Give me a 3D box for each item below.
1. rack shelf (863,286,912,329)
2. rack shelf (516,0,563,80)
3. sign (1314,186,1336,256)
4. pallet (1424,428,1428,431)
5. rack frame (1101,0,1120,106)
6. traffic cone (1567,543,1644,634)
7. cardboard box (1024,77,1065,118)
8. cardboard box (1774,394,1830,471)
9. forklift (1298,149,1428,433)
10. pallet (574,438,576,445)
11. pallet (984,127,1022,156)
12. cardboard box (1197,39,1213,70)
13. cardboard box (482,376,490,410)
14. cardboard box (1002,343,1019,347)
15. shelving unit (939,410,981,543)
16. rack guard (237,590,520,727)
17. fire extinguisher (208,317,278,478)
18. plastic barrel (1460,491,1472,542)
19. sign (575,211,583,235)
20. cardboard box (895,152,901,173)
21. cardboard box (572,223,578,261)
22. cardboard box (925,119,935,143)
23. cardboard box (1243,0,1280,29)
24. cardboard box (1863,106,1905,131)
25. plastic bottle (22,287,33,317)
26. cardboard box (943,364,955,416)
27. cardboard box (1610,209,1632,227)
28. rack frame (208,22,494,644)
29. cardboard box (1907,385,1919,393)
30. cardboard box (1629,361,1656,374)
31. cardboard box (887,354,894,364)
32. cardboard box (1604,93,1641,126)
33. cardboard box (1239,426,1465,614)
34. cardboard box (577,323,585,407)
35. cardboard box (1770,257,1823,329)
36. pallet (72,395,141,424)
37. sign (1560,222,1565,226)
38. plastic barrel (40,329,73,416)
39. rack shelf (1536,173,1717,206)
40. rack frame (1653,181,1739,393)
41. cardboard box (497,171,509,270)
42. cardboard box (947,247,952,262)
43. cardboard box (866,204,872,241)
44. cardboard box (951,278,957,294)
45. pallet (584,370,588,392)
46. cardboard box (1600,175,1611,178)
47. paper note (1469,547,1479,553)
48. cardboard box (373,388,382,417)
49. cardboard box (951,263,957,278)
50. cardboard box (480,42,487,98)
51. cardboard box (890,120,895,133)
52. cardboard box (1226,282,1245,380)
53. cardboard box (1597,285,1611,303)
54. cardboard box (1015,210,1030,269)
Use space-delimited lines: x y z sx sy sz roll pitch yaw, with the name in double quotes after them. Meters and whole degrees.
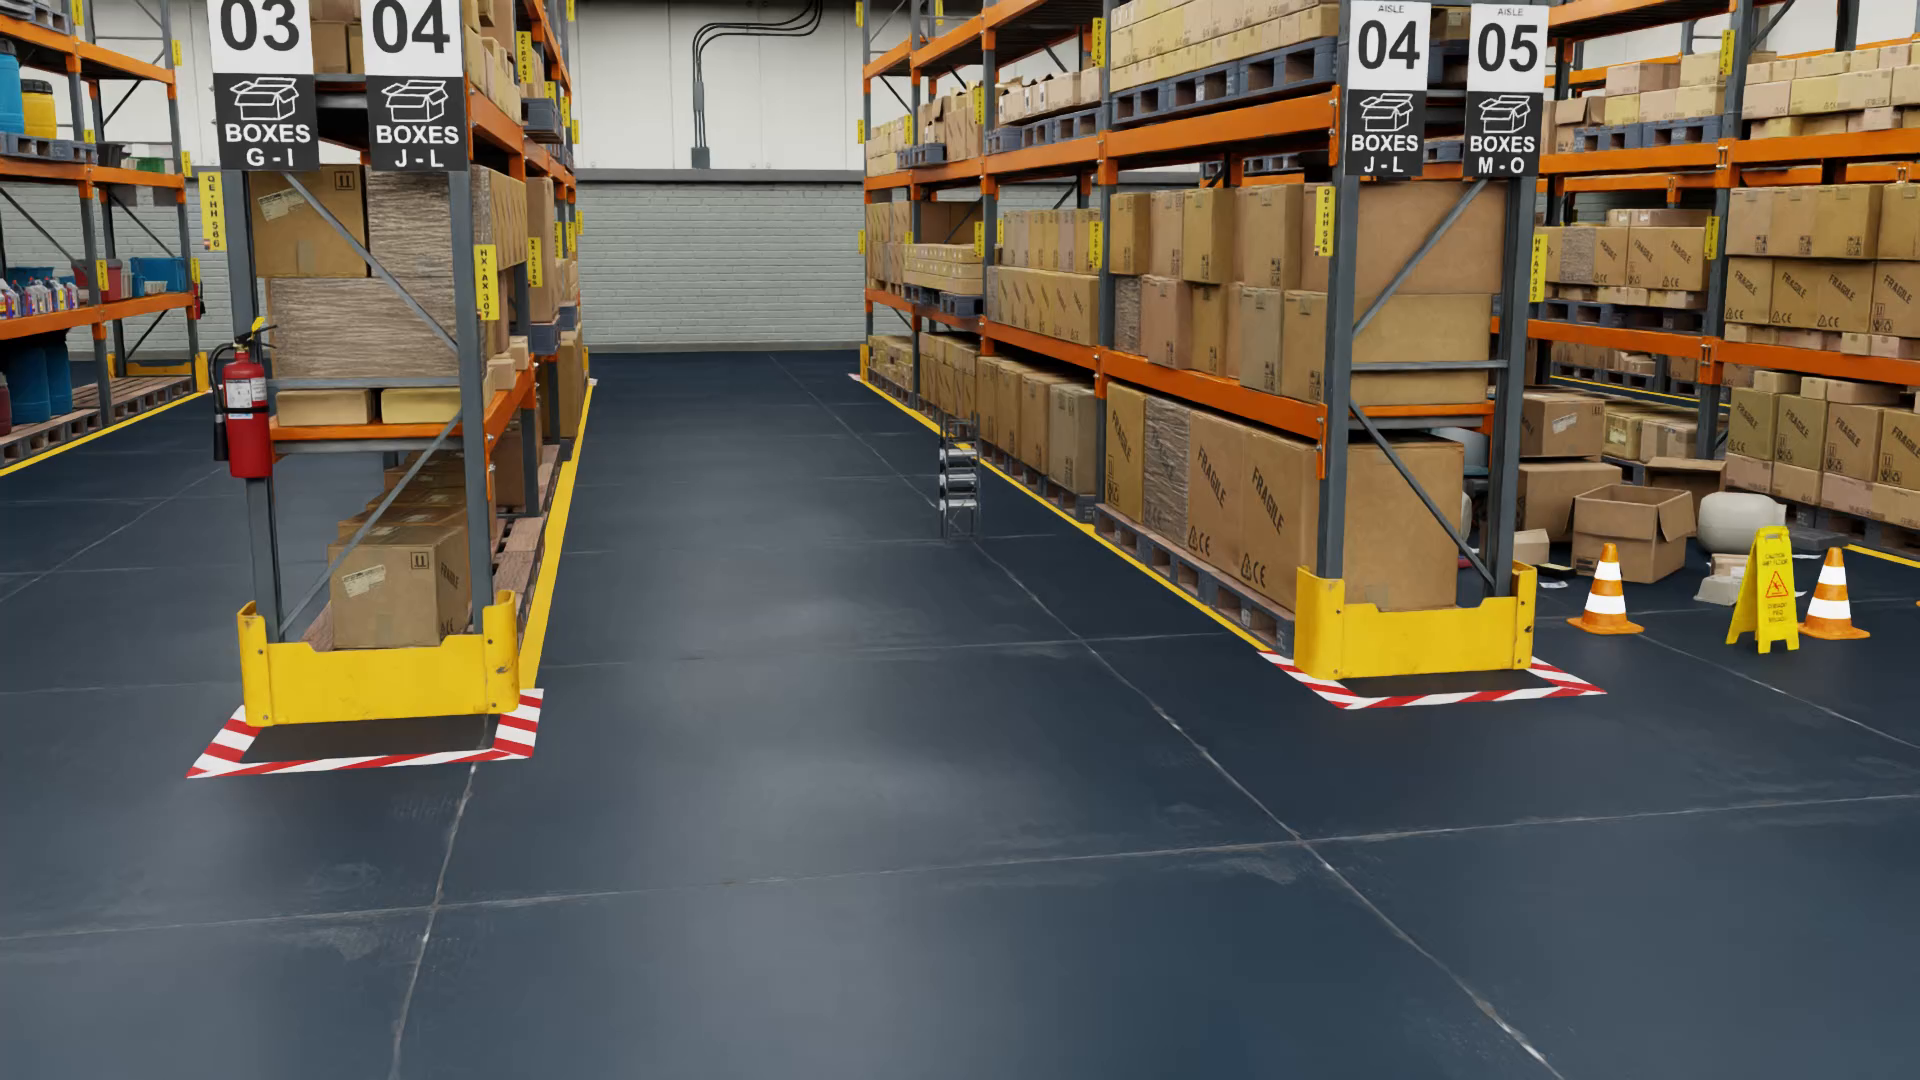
-0.450 -3.061 21.679 1.077 0.370 4.000 -2 11 -11 "rack shelf"
-4.557 -4.916 16.451 1.077 0.370 4.000 -2 11 -11 "rack shelf"
1.738 -1.514 7.901 0.100 0.325 0.005 -2 11 -11 "sign"
5.473 -1.290 17.908 1.003 0.211 1.213 -2 11 -11 "pallet"
1.495 -4.527 11.415 1.000 3.000 0.127 -2 11 -11 "rack frame"
3.562 0.251 9.142 0.336 0.463 0.334 -2 11 -11 "traffic cone"
0.839 -3.672 13.792 0.500 0.311 0.500 -2 11 -12 "cardboard box"
6.296 -0.787 12.033 0.500 0.500 0.500 -2 11 -9 "cardboard box"
3.738 -2.031 14.526 3.031 2.935 1.130 -9 14 -39 "forklift"
-4.482 -1.153 17.188 1.003 0.211 1.213 -2 11 -11 "pallet"
0.894 -3.578 14.957 1.213 0.211 1.003 -2 11 -8 "pallet"
1.579 -2.780 9.541 0.380 0.149 0.250 -2 11 -10 "cardboard box"
-2.498 -0.715 8.103 0.380 0.149 0.250 -2 11 -11 "cardboard box"
0.721 -1.889 17.154 0.500 0.250 0.500 -2 11 -12 "cardboard box"
-0.002 -0.444 11.620 0.258 0.900 0.210 -2 11 -11 "shelving unit"
-2.627 0.529 7.578 1.175 0.500 0.348 -2 11 -11 "rack guard"
-3.042 -0.609 7.080 0.296 0.674 0.183 -2 11 -11 "fire extinguisher"
3.220 -0.162 11.417 0.512 0.421 0.421 6 12 28 "plastic barrel"
-5.189 -4.321 22.649 0.100 0.325 0.005 -2 11 -11 "sign"
-0.507 -4.619 20.323 0.500 0.250 0.500 -2 11 -11 "cardboard box"
-5.372 -3.980 22.186 0.500 0.500 0.500 -2 11 -10 "cardboard box"
-0.096 -4.514 18.485 0.500 0.311 0.500 -2 11 -12 "cardboard box"
1.807 -2.819 8.679 0.500 0.250 0.500 -2 11 -11 "cardboard box"
6.315 -2.823 11.156 0.380 0.149 0.250 -2 11 -12 "cardboard box"
-9.081 -2.320 16.175 0.061 0.283 0.133 -2 11 -11 "plastic bottle"
0.116 -1.595 17.616 0.500 0.500 0.500 -3 11 -14 "cardboard box"
5.796 -2.751 14.205 0.380 0.149 0.250 -3 11 -13 "cardboard box"
-2.612 -0.685 7.271 1.000 3.000 0.127 -2 11 -11 "rack frame"
10.528 -1.618 17.404 0.875 0.625 0.625 -2 11 -9 "cardboard box"
9.246 -2.324 22.388 0.380 0.149 0.250 -2 11 -13 "cardboard box"
-0.769 -2.437 22.185 0.380 0.149 0.250 -3 11 -14 "cardboard box"
5.883 -3.673 14.228 0.500 0.250 0.500 -2 11 -10 "cardboard box"
2.076 -0.131 8.922 0.875 0.875 0.875 -2 11 -11 "cardboard box"
-4.802 -1.931 18.381 1.225 0.875 0.875 -2 11 -11 "cardboard box"
6.263 -1.792 12.025 0.500 0.500 0.500 -2 11 -11 "cardboard box"
-9.986 -1.469 18.850 1.003 0.211 1.213 -2 11 -11 "pallet"
6.083 -3.064 16.885 0.100 0.325 0.005 -2 11 -11 "sign"
-9.716 -1.780 17.517 0.600 0.901 0.708 -2 11 -11 "plastic barrel"
9.254 -4.914 23.394 1.077 0.370 4.000 -2 11 -11 "rack shelf"
9.643 -3.427 21.680 1.000 3.000 0.127 -2 11 -11 "rack frame"
-2.641 -1.665 8.687 0.500 0.500 0.500 -2 11 -11 "cardboard box"
0.074 -2.856 16.638 0.380 0.149 0.250 -2 11 -9 "cardboard box"
-1.012 -4.375 22.925 0.500 0.500 0.500 -2 11 -11 "cardboard box"
0.123 -2.516 16.441 0.380 0.149 0.250 -2 11 -11 "cardboard box"
-5.492 -2.105 22.194 1.003 0.211 1.213 -2 11 -11 "pallet"
9.073 -5.068 22.952 0.380 0.149 0.250 -2 11 -10 "cardboard box"
3.554 0.065 11.295 0.172 0.023 0.155 2 11 9 "paper note"
-2.918 -0.652 7.771 0.380 0.149 0.250 -2 11 -11 "cardboard box"
0.120 -2.666 16.432 0.380 0.149 0.250 -2 11 -9 "cardboard box"
-2.559 -2.277 8.014 0.500 0.250 0.500 -2 11 -12 "cardboard box"
-0.667 -5.172 20.825 0.380 0.149 0.250 -2 11 -11 "cardboard box"
2.042 -1.194 9.546 0.875 0.550 0.550 -2 11 -11 "cardboard box"
5.775 -2.133 14.432 0.380 0.149 0.250 -2 11 -11 "cardboard box"
0.894 -2.679 14.806 0.700 0.500 0.500 -2 11 -12 "cardboard box"
